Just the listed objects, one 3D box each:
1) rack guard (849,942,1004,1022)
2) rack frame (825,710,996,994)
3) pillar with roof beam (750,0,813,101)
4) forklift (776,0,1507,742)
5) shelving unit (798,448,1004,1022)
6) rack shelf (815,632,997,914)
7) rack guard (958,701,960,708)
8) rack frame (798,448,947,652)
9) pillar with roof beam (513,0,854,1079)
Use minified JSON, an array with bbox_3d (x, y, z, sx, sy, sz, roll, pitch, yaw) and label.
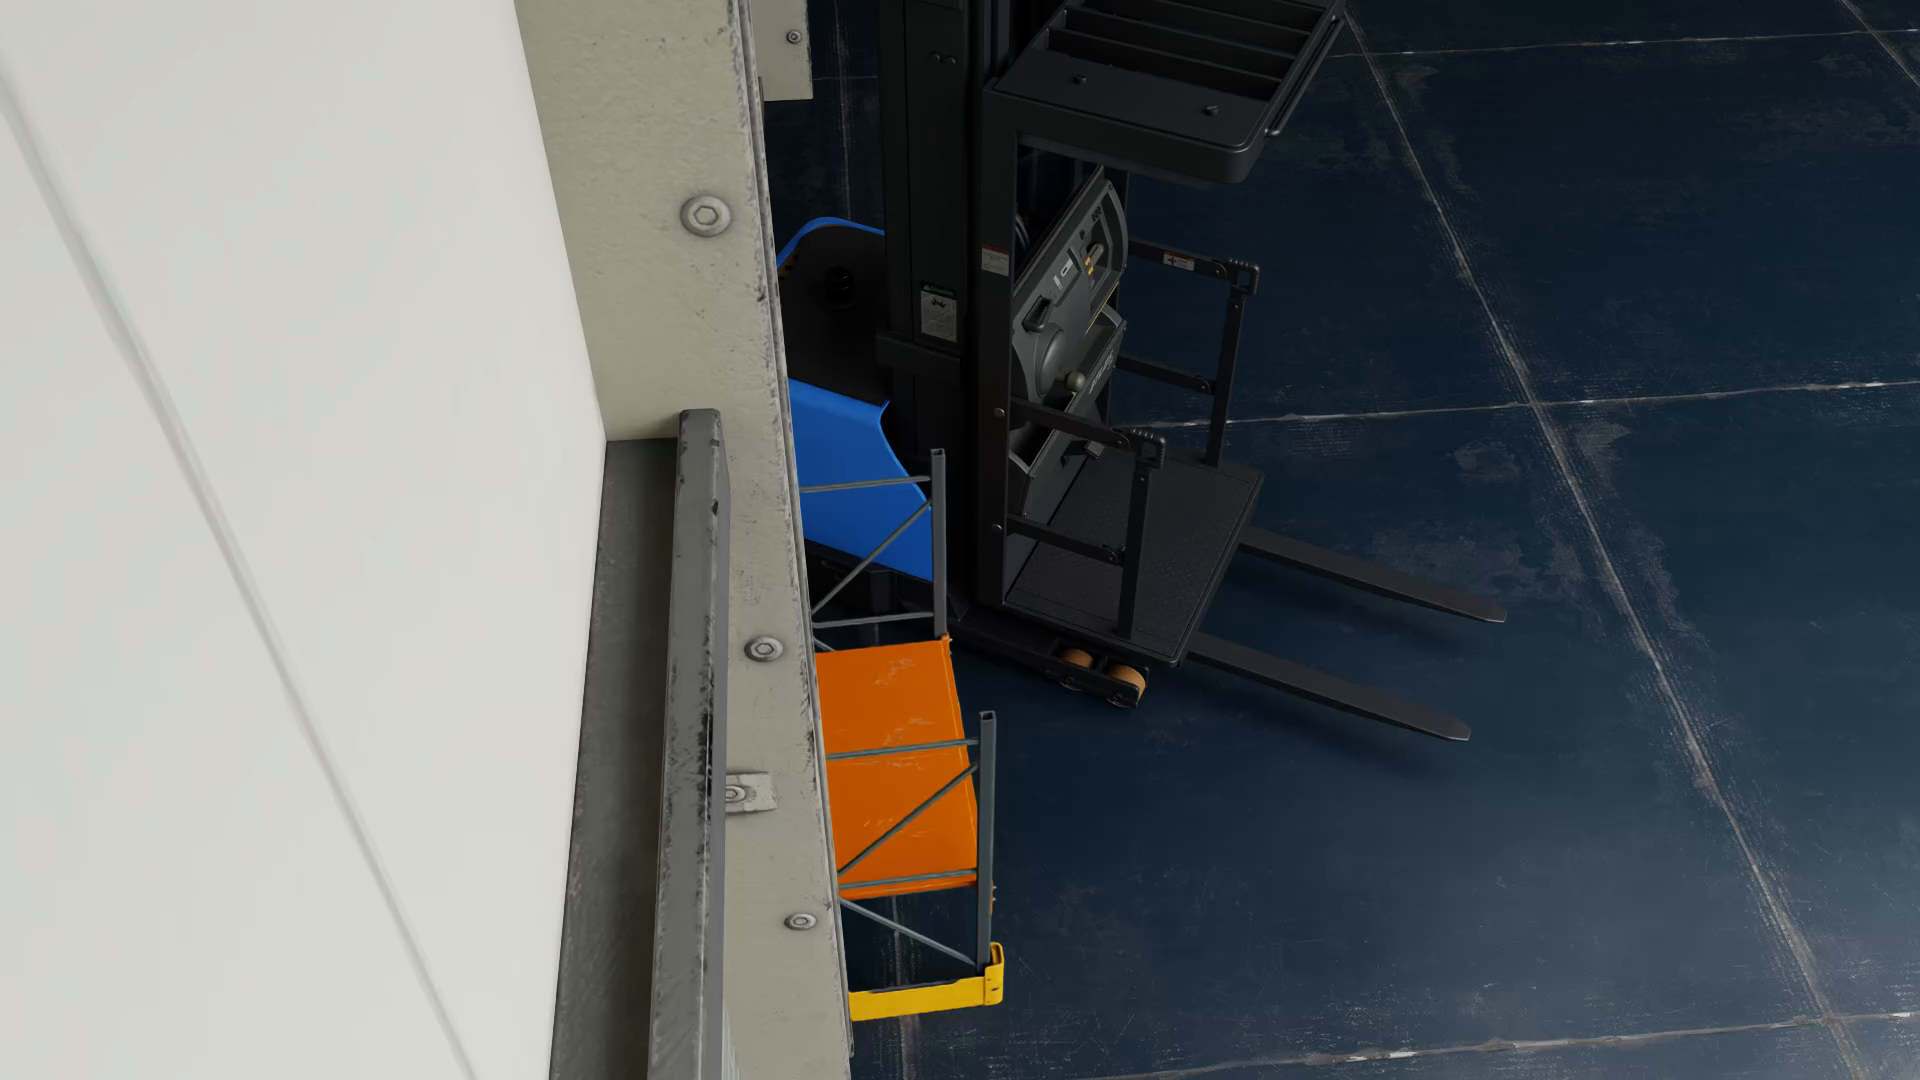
[{"bbox_3d":[-0.154,1.431,5.359,0.587,0.250,0.087,-6,47,-5],"label":"rack guard"},{"bbox_3d":[-0.154,1.002,4.905,0.500,1.500,0.032,-6,47,-5],"label":"rack frame"},{"bbox_3d":[3.306,-5.932,6.307,9.100,9.000,0.400,-3,47,-3],"label":"pillar with roof beam"},{"bbox_3d":[0.566,-0.819,5.644,3.031,2.935,1.130,18,49,17],"label":"forklift"},{"bbox_3d":[-0.223,0.643,5.245,0.587,1.500,1.083,-6,47,-5],"label":"shelving unit"},{"bbox_3d":[-0.225,0.760,5.381,0.538,0.185,1.000,-6,47,-5],"label":"rack shelf"},{"bbox_3d":[-0.292,0.715,6.037,0.587,0.250,0.087,-6,47,-5],"label":"rack guard"},{"bbox_3d":[-0.295,0.271,5.597,0.500,1.500,0.032,-6,47,-5],"label":"rack frame"},{"bbox_3d":[3.809,-1.591,2.195,9.100,9.000,0.400,-3,47,-3],"label":"pillar with roof beam"}]
